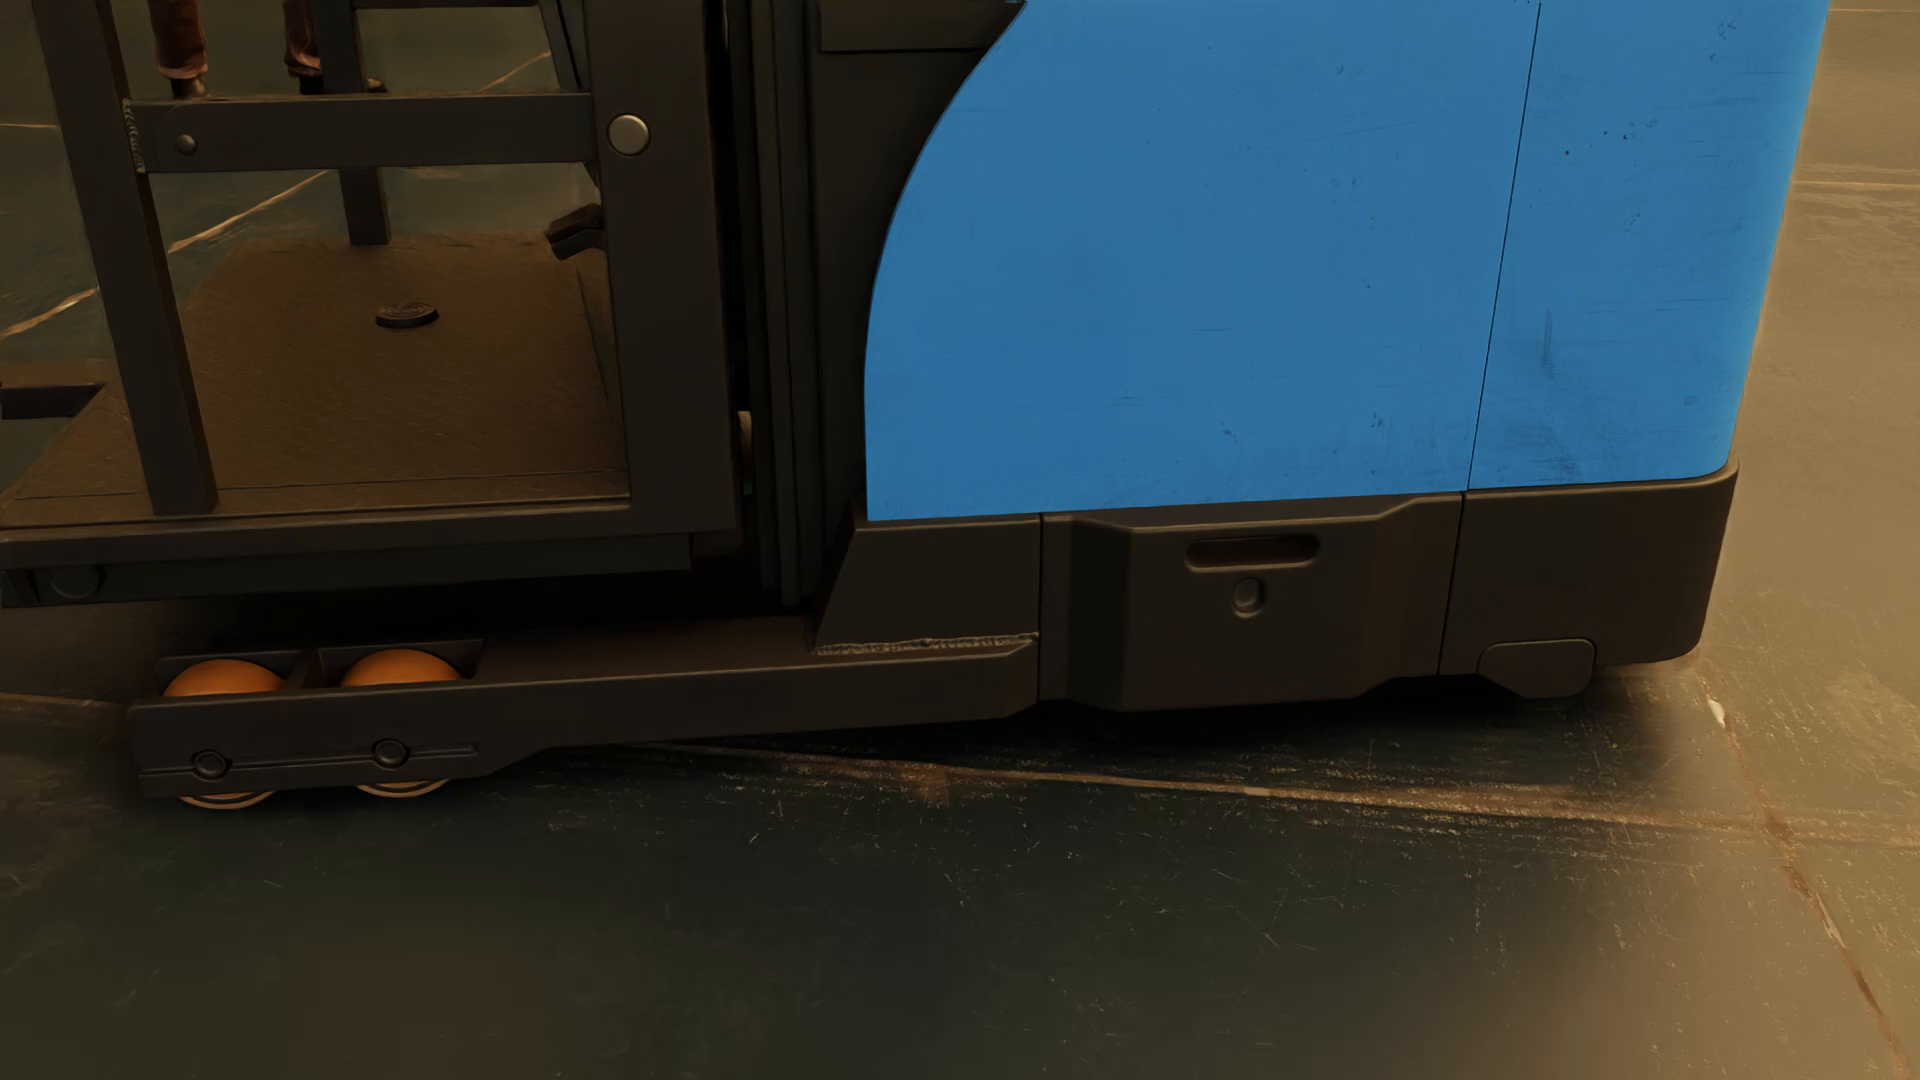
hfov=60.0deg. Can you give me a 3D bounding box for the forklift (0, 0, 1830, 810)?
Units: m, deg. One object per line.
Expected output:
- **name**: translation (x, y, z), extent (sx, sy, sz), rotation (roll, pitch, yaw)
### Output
- **forklift**: translation (-0.613, -1.256, 1.734), extent (3.031, 2.935, 1.130), rotation (-3, 27, -6)

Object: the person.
- **person**: translation (-2.274, -2.099, 4.910), extent (0.873, 1.689, 0.483), rotation (-12, 29, -22)
